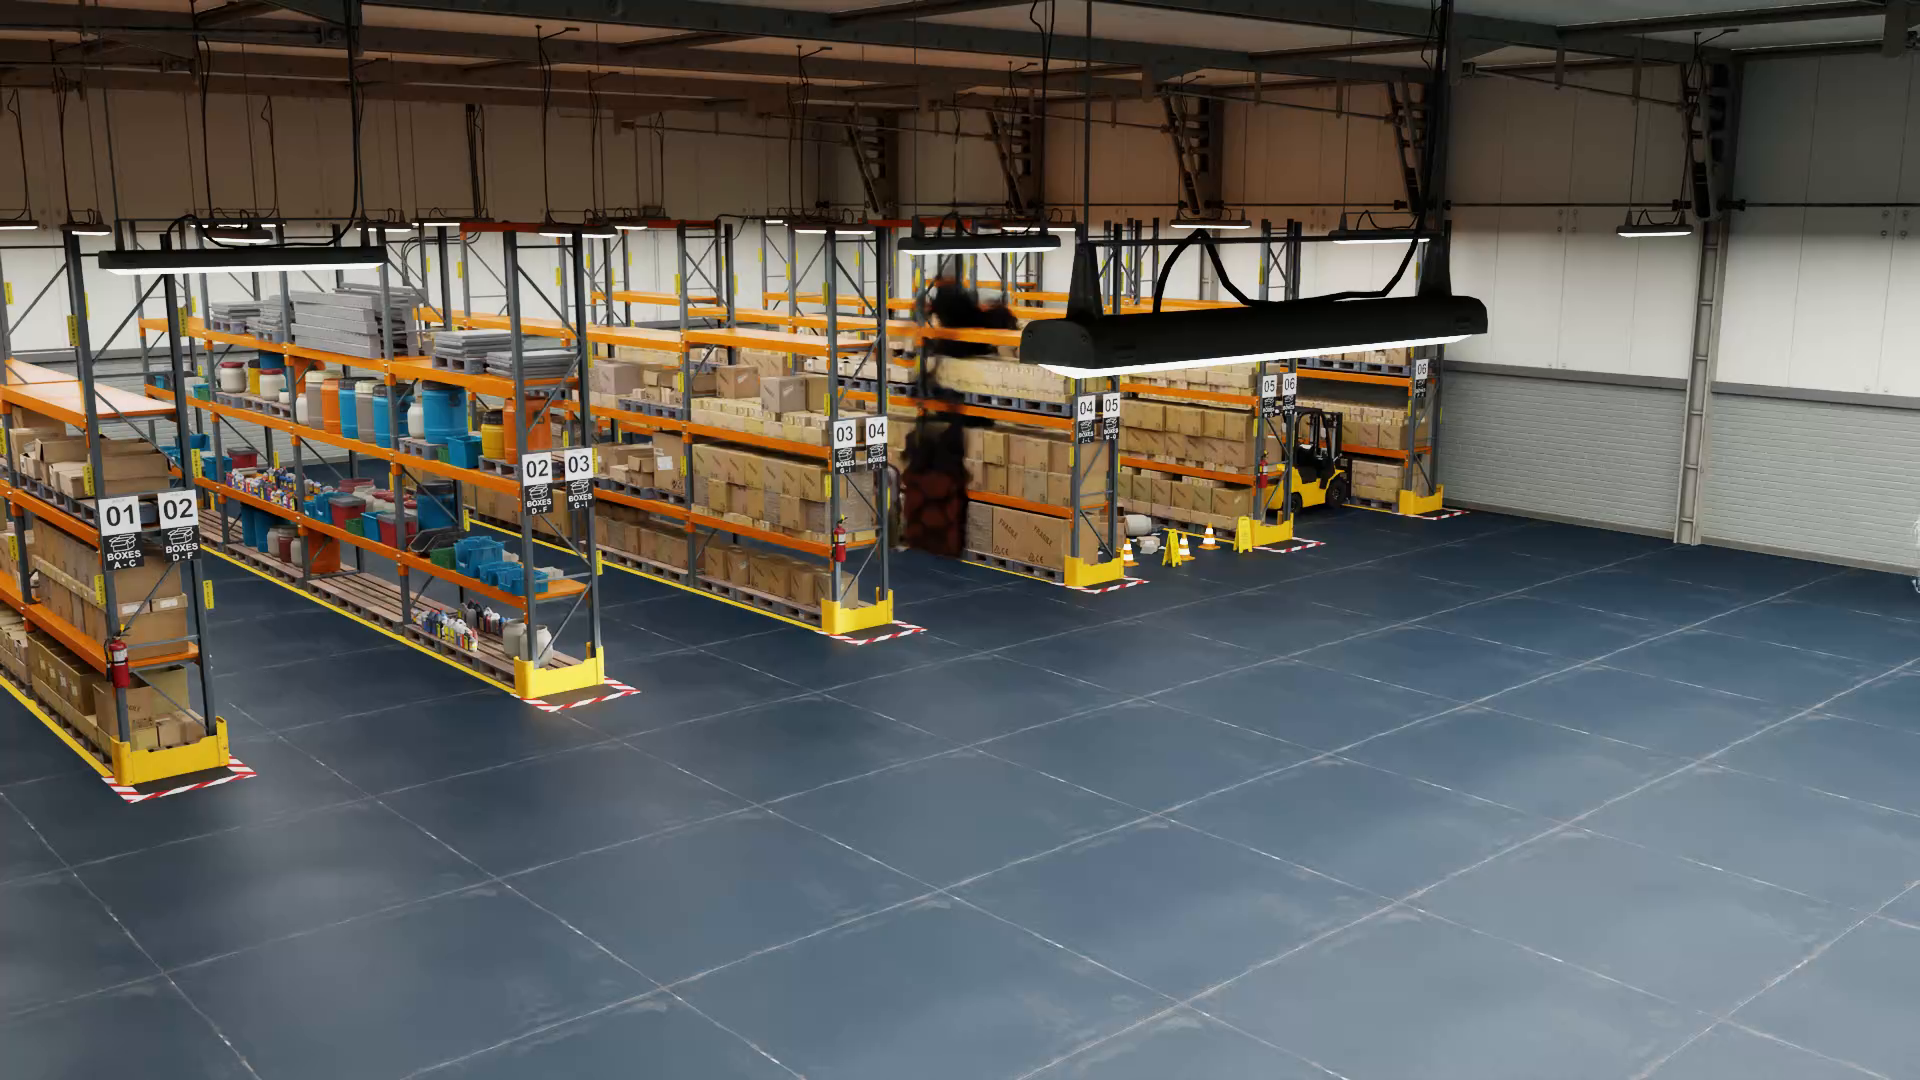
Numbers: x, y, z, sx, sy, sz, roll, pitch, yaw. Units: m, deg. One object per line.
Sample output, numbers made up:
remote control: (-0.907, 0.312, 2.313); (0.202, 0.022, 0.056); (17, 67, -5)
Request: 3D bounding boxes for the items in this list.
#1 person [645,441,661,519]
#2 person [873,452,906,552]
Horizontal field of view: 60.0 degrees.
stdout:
person: (-6.209, -1.121, 33.149); (0.865, 1.708, 0.608); (11, 16, 43)
person: (-1.258, -0.679, 29.361); (0.841, 1.773, 0.720); (10, 15, 41)
